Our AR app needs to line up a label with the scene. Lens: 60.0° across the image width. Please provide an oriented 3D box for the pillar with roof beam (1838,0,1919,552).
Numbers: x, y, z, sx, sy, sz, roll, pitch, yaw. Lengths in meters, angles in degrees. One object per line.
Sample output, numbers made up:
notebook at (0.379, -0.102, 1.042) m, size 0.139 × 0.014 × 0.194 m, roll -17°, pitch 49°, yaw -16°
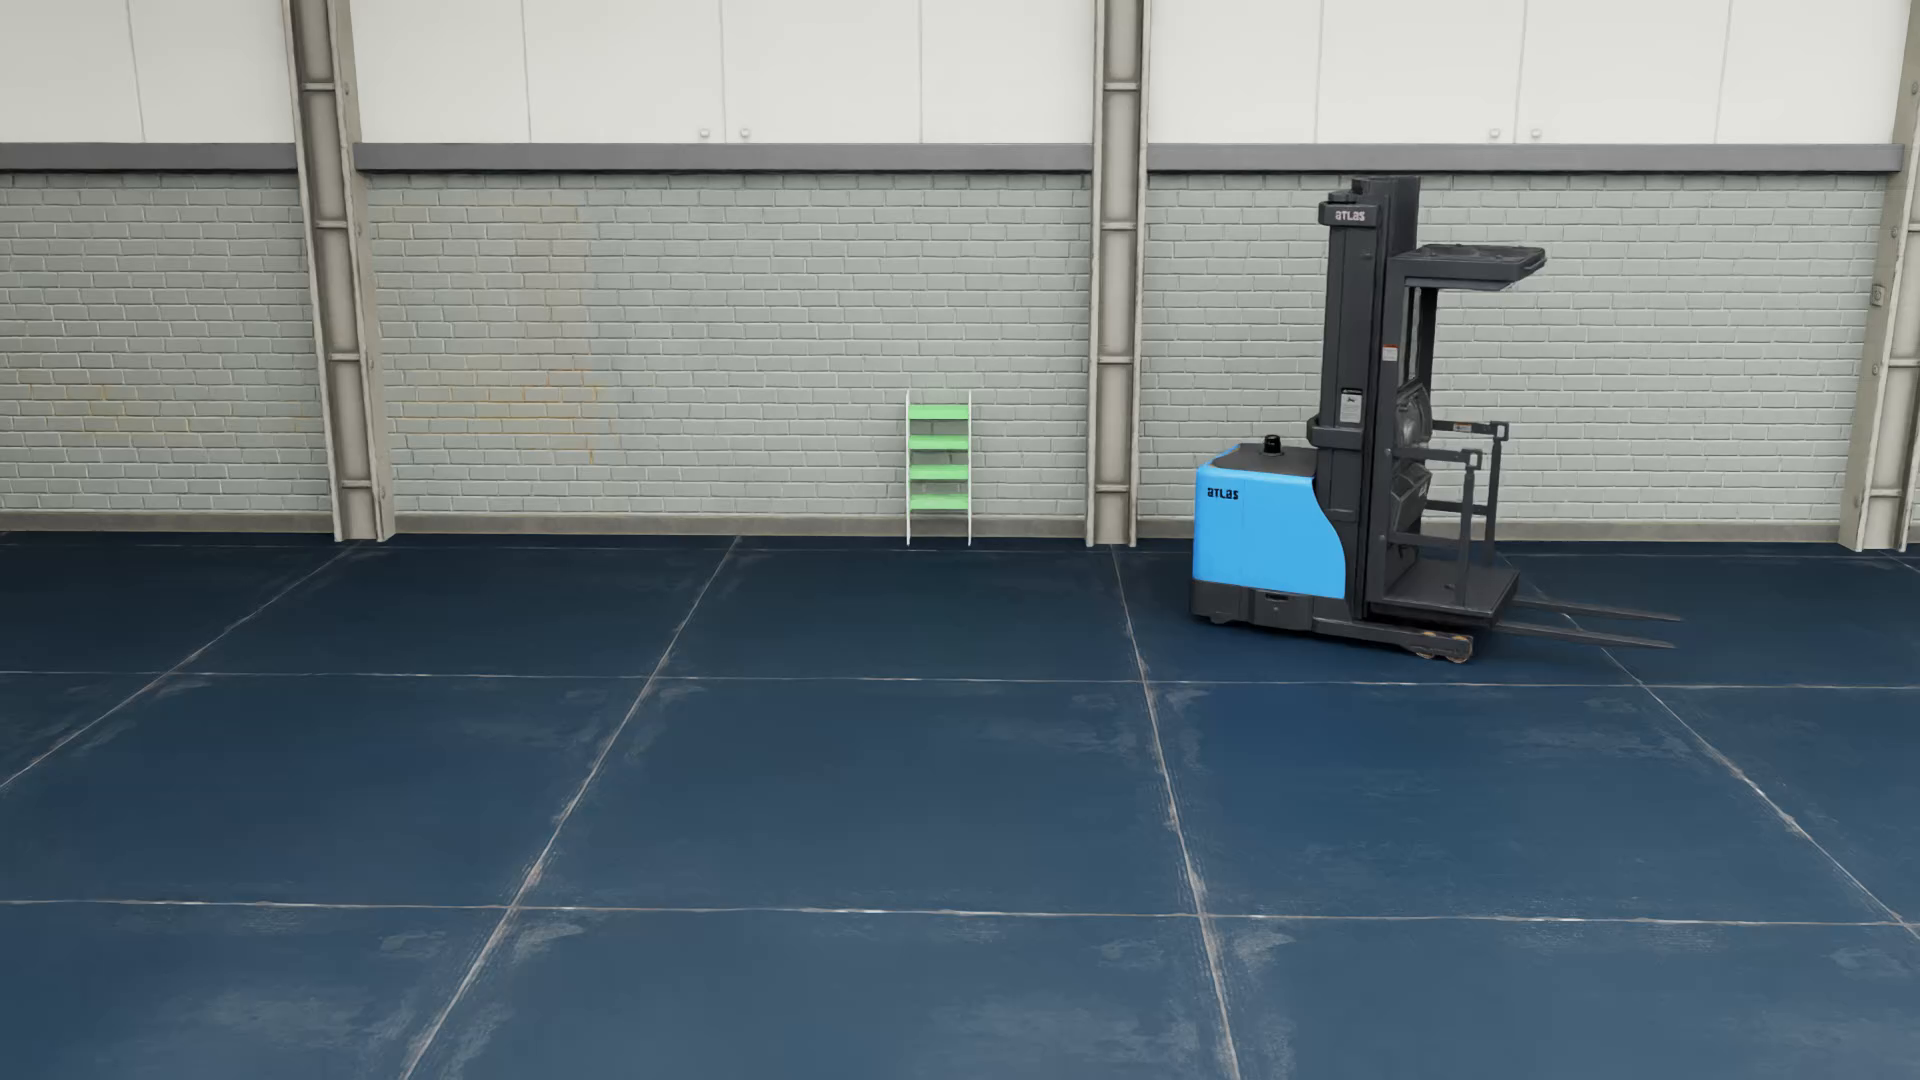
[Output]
pillar with roof beam at (7.087, -3.201, 7.833) m, size 0.400 × 9.000 × 9.100 m, roll 0°, pitch 15°, yaw 1°

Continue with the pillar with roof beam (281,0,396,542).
pillar with roof beam at (-4.909, -3.279, 8.129) m, size 0.400 × 9.000 × 9.100 m, roll 0°, pitch 15°, yaw 1°

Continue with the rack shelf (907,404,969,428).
rack shelf at (-0.166, -0.972, 13.039) m, size 0.480 × 0.148 × 0.258 m, roll 0°, pitch 15°, yaw 1°

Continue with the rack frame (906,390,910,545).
rack frame at (-0.410, -0.570, 13.147) m, size 0.015 × 1.200 × 0.240 m, roll 0°, pitch 15°, yaw 1°

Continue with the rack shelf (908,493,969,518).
rack shelf at (-0.166, -0.275, 13.220) m, size 0.480 × 0.148 × 0.258 m, roll 0°, pitch 15°, yaw 1°

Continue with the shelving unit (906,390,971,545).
shelving unit at (-0.166, -0.569, 13.144) m, size 0.503 × 1.200 × 0.258 m, roll 0°, pitch 15°, yaw 1°

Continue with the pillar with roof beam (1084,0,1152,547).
pillar with roof beam at (1.089, -3.240, 7.981) m, size 0.400 × 9.000 × 9.100 m, roll 0°, pitch 15°, yaw 1°

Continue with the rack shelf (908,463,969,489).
rack shelf at (-0.166, -0.508, 13.160) m, size 0.480 × 0.148 × 0.258 m, roll 0°, pitch 15°, yaw 1°

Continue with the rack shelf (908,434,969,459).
rack shelf at (-0.166, -0.740, 13.099) m, size 0.480 × 0.148 × 0.258 m, roll 0°, pitch 15°, yaw 1°

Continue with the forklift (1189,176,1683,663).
forklift at (3.100, -0.802, 10.633) m, size 3.031 × 2.935 × 1.130 m, roll 7°, pitch 16°, yaw 26°

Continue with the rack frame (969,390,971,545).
rack frame at (0.078, -0.568, 13.140) m, size 0.015 × 1.200 × 0.240 m, roll 0°, pitch 15°, yaw 1°
